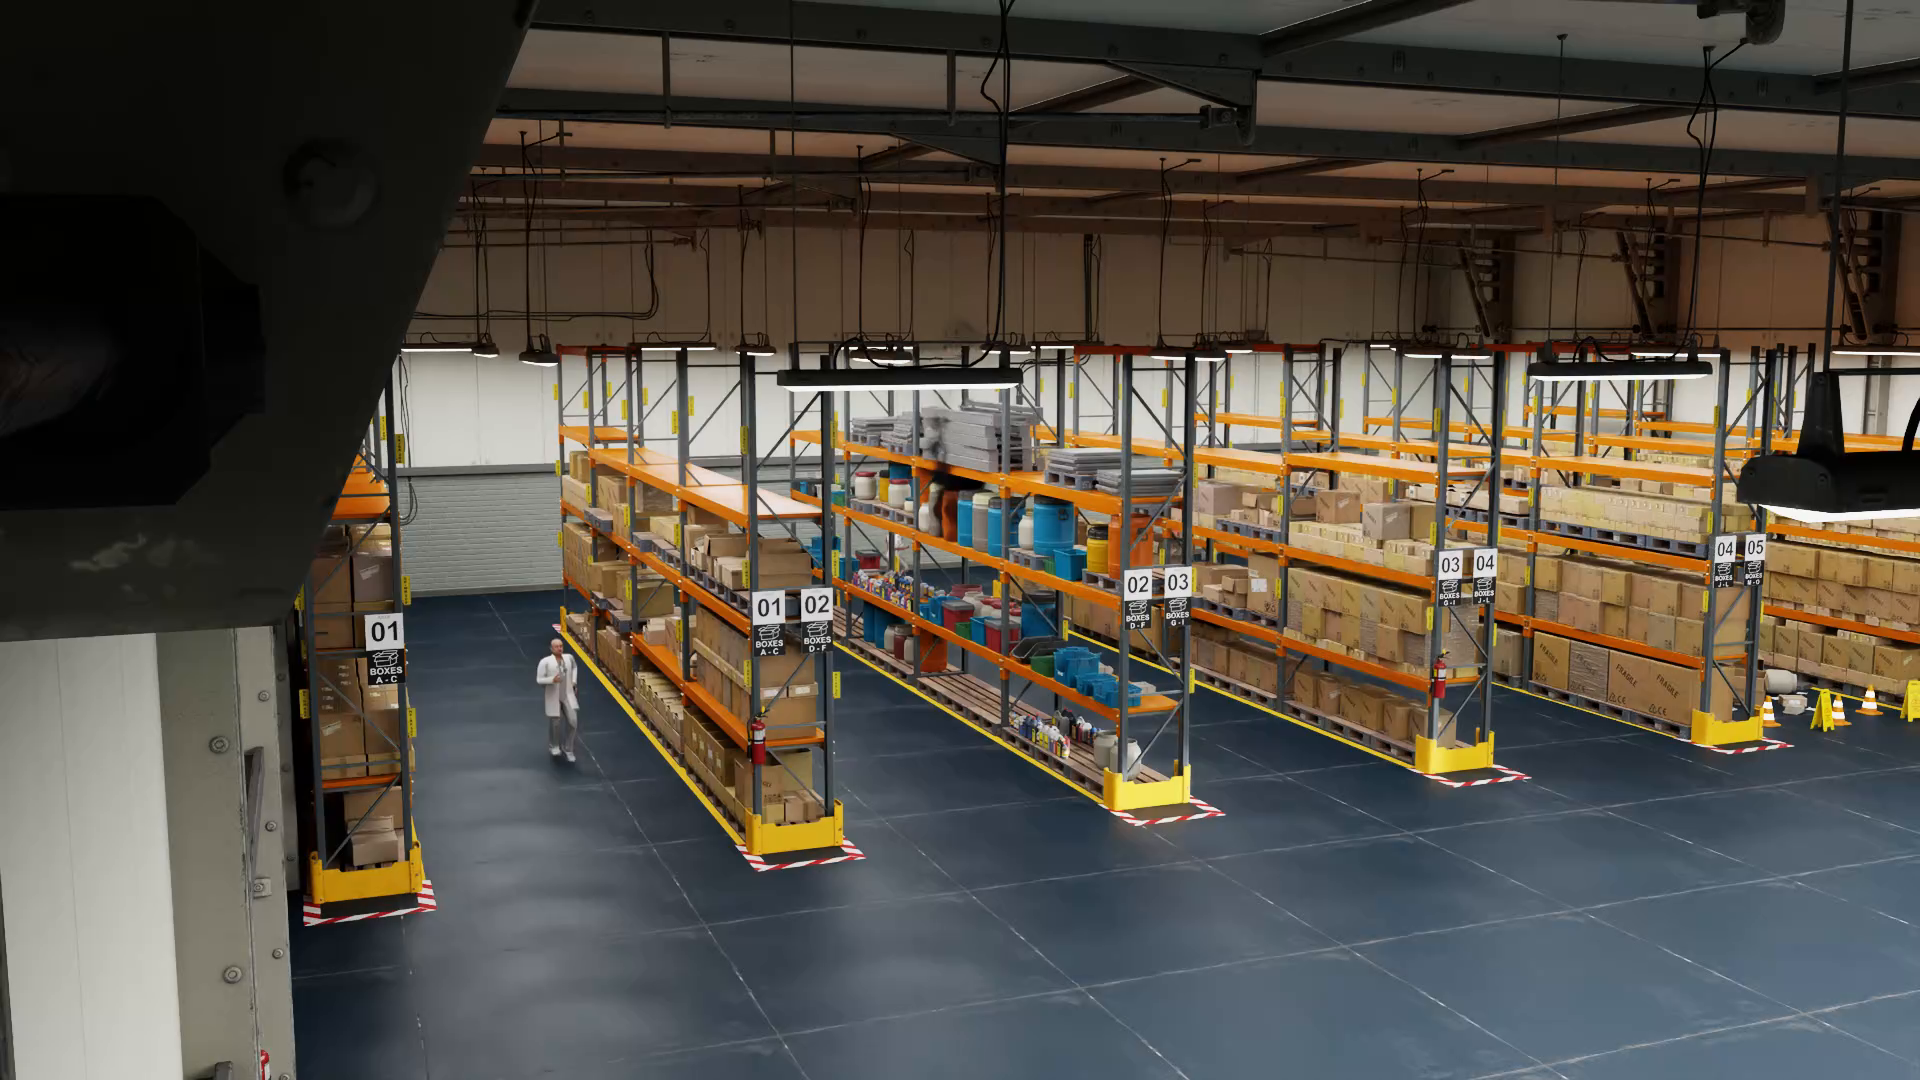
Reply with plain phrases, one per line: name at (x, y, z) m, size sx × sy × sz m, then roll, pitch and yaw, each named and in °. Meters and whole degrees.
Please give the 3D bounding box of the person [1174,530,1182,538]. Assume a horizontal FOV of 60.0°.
person at (4.983, 0.622, 38.055) m, size 0.669 × 1.769 × 0.908 m, roll -3°, pitch 8°, yaw -19°

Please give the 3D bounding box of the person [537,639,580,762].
person at (-5.865, 2.359, 24.422) m, size 0.685 × 1.826 × 0.750 m, roll -4°, pitch 8°, yaw -30°

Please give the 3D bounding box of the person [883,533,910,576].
person at (-1.590, 0.443, 39.872) m, size 0.829 × 1.719 × 0.599 m, roll 0°, pitch 7°, yaw 0°

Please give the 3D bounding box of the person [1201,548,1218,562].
person at (6.448, 0.080, 42.433) m, size 0.663 × 1.730 × 0.629 m, roll 7°, pitch 10°, yaw 42°
